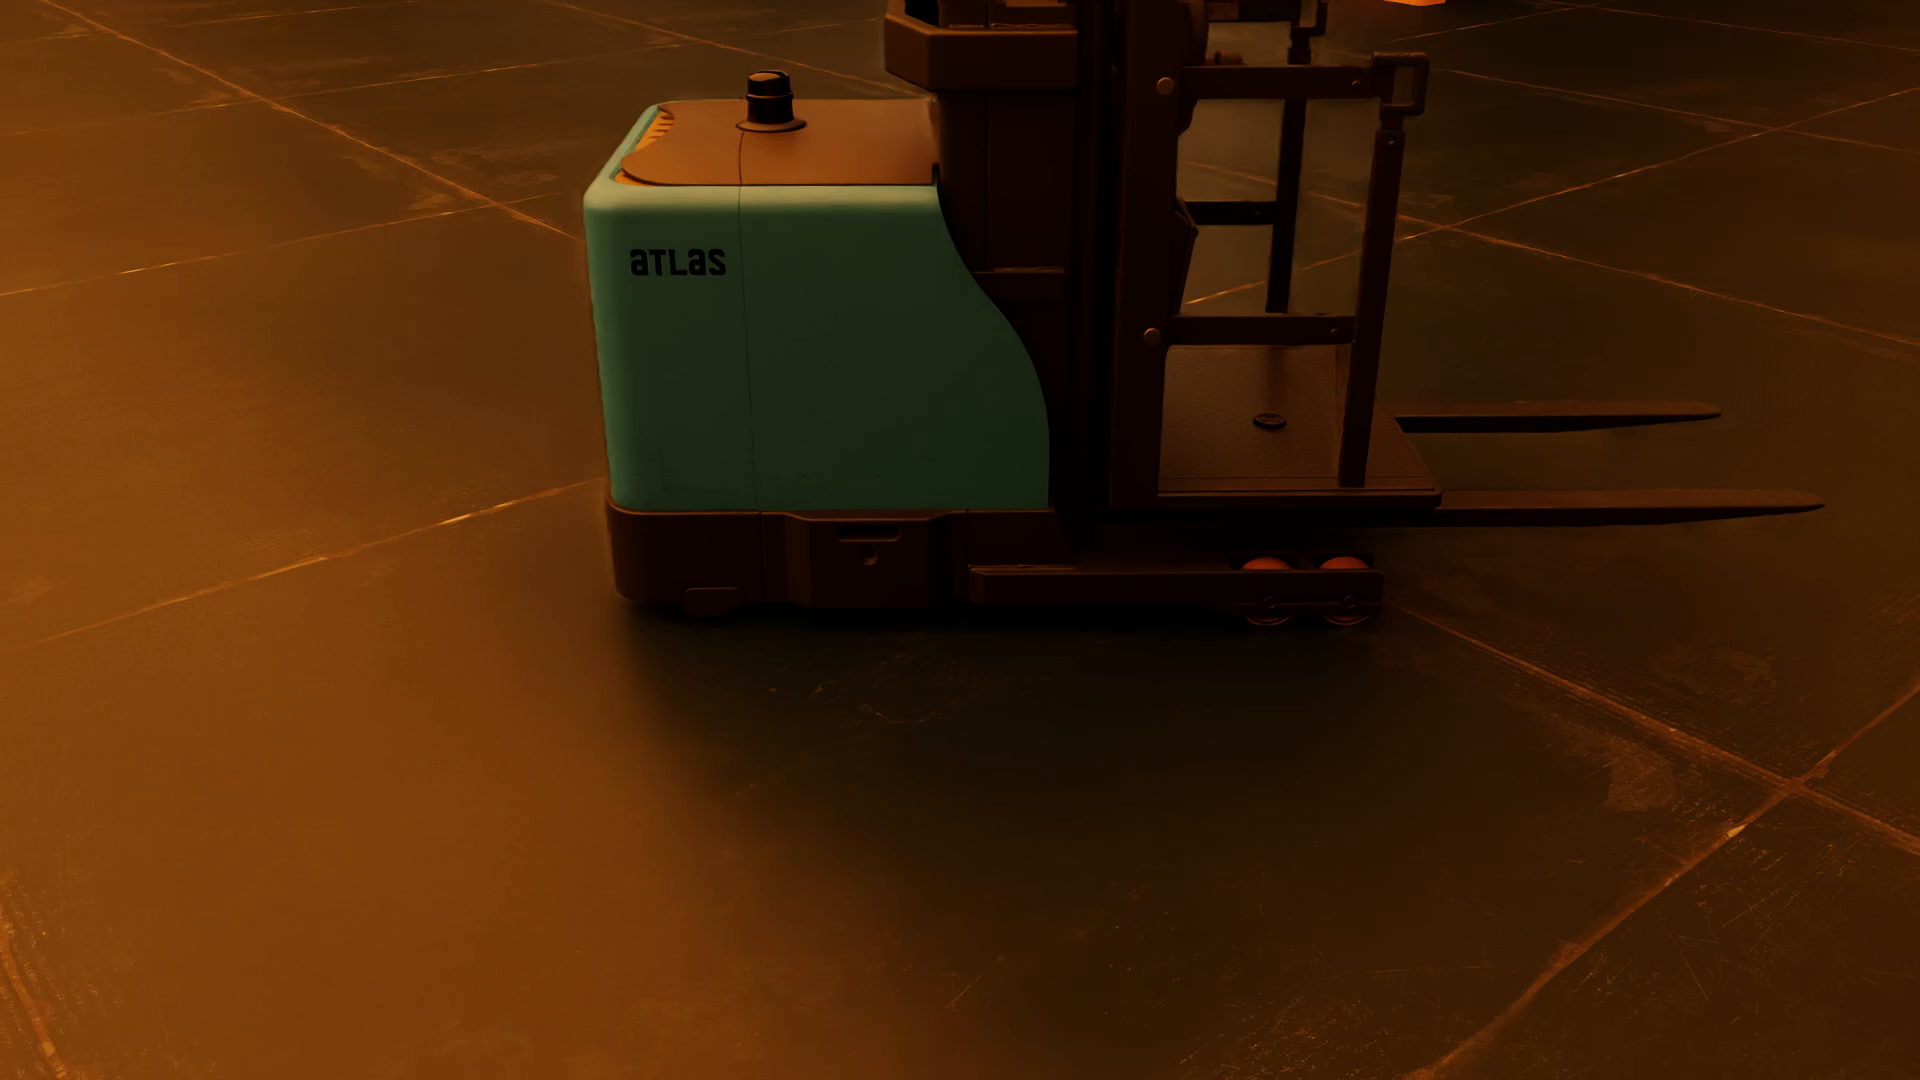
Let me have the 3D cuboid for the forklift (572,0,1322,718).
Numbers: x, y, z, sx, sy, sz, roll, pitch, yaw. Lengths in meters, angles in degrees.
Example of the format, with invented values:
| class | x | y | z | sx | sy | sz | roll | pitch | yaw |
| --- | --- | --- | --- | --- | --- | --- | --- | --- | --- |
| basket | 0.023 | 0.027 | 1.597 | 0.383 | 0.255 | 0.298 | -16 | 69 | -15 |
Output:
| class | x | y | z | sx | sy | sz | roll | pitch | yaw |
| --- | --- | --- | --- | --- | --- | --- | --- | --- | --- |
| forklift | 0.285 | -1.552 | 4.331 | 1.130 | 2.935 | 3.031 | 13 | 29 | 25 |
